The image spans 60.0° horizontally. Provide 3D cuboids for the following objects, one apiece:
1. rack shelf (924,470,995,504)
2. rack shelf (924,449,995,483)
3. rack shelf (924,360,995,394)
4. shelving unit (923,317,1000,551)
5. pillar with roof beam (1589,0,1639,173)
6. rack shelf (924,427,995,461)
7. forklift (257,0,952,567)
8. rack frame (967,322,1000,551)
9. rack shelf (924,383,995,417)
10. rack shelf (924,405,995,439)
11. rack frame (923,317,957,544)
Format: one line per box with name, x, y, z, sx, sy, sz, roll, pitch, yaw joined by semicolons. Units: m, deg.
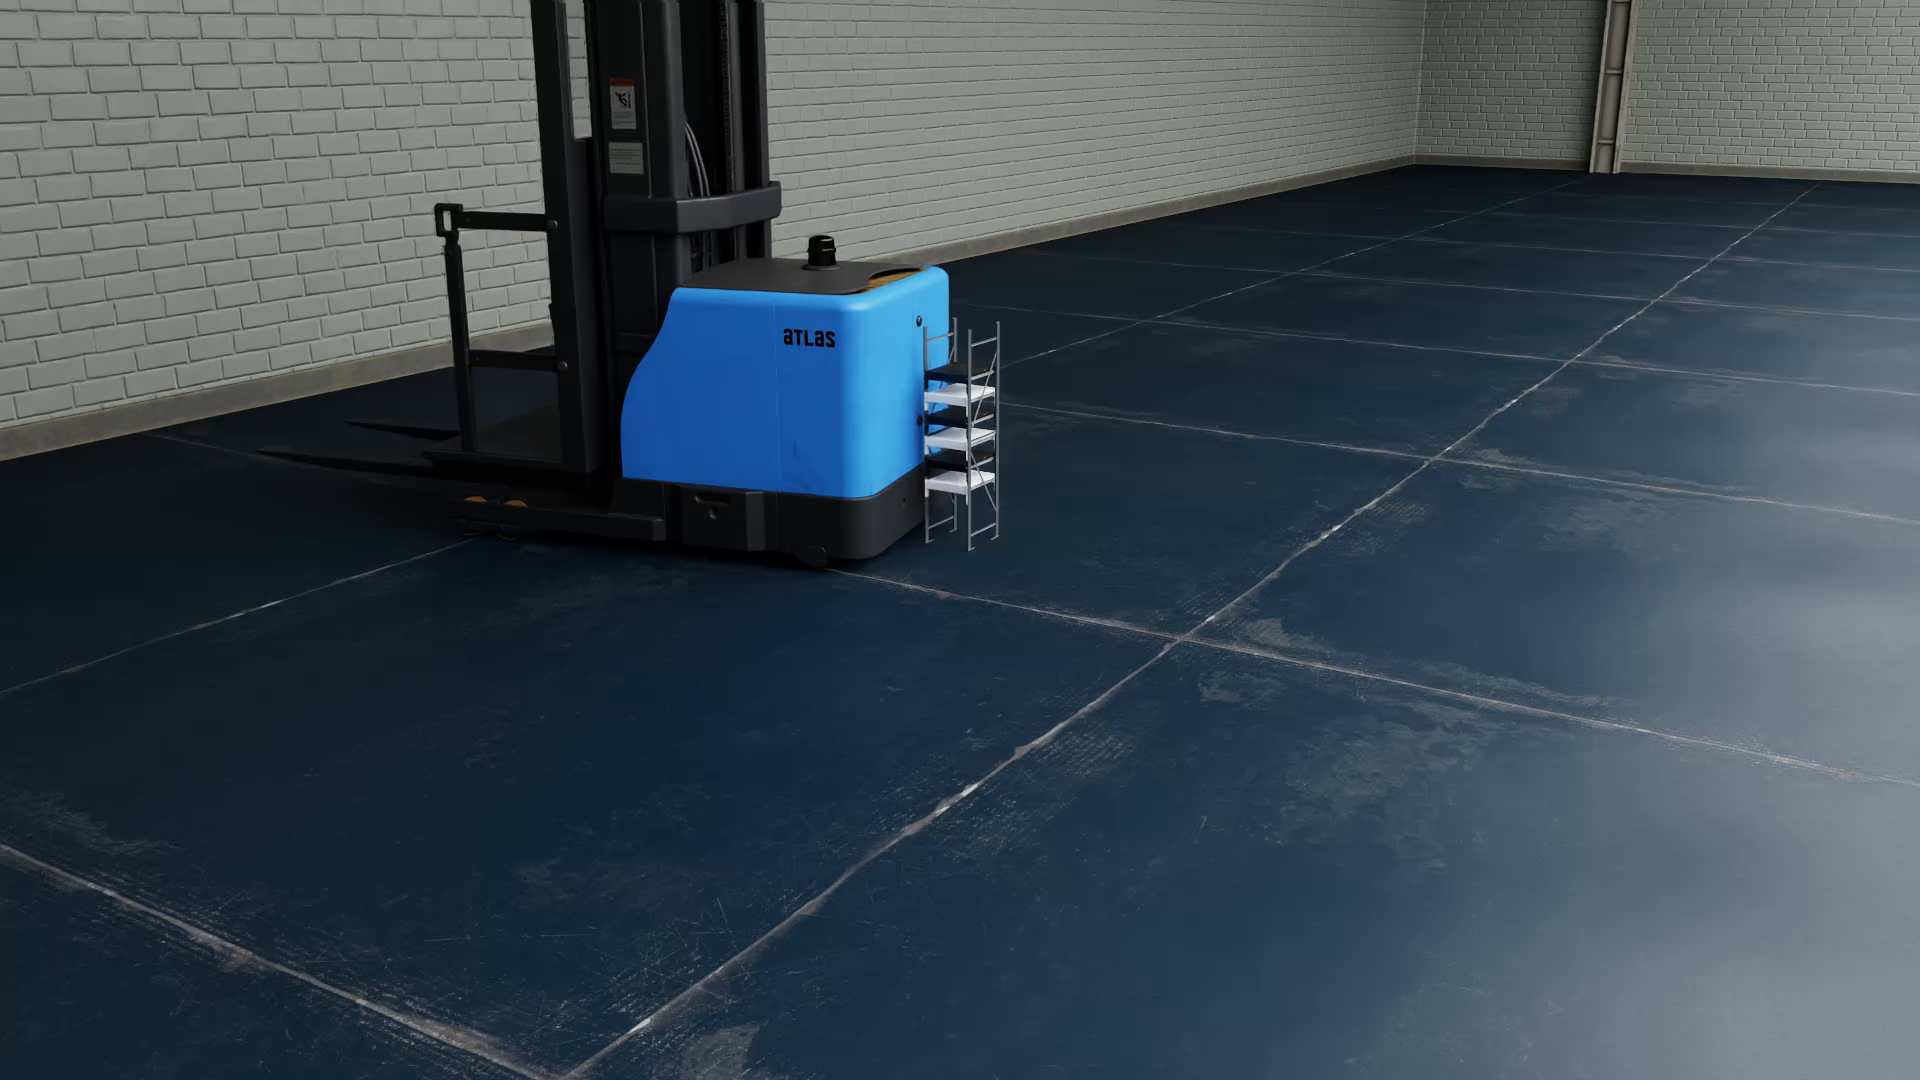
rack shelf;0.007;-0.225;6.808;0.200;0.077;0.258;10;20;30
rack shelf;0.007;-0.311;6.782;0.200;0.077;0.258;10;20;30
rack shelf;0.007;-0.656;6.678;0.200;0.077;0.258;10;20;30
shelving unit;0.007;-0.429;6.746;0.210;0.900;0.258;10;20;30
pillar with roof beam;7.568;-8.847;20.524;0.400;9.000;9.100;10;20;30
rack shelf;0.007;-0.397;6.756;0.200;0.077;0.258;10;20;30
forklift;-1.607;-1.537;6.900;3.031;2.935;1.130;6;18;18
rack frame;0.094;-0.414;6.695;0.006;0.900;0.240;10;20;30
rack shelf;0.007;-0.570;6.704;0.200;0.077;0.258;10;20;30
rack shelf;0.007;-0.484;6.730;0.200;0.077;0.258;10;20;30
rack frame;-0.080;-0.445;6.797;0.006;0.900;0.240;10;20;30
